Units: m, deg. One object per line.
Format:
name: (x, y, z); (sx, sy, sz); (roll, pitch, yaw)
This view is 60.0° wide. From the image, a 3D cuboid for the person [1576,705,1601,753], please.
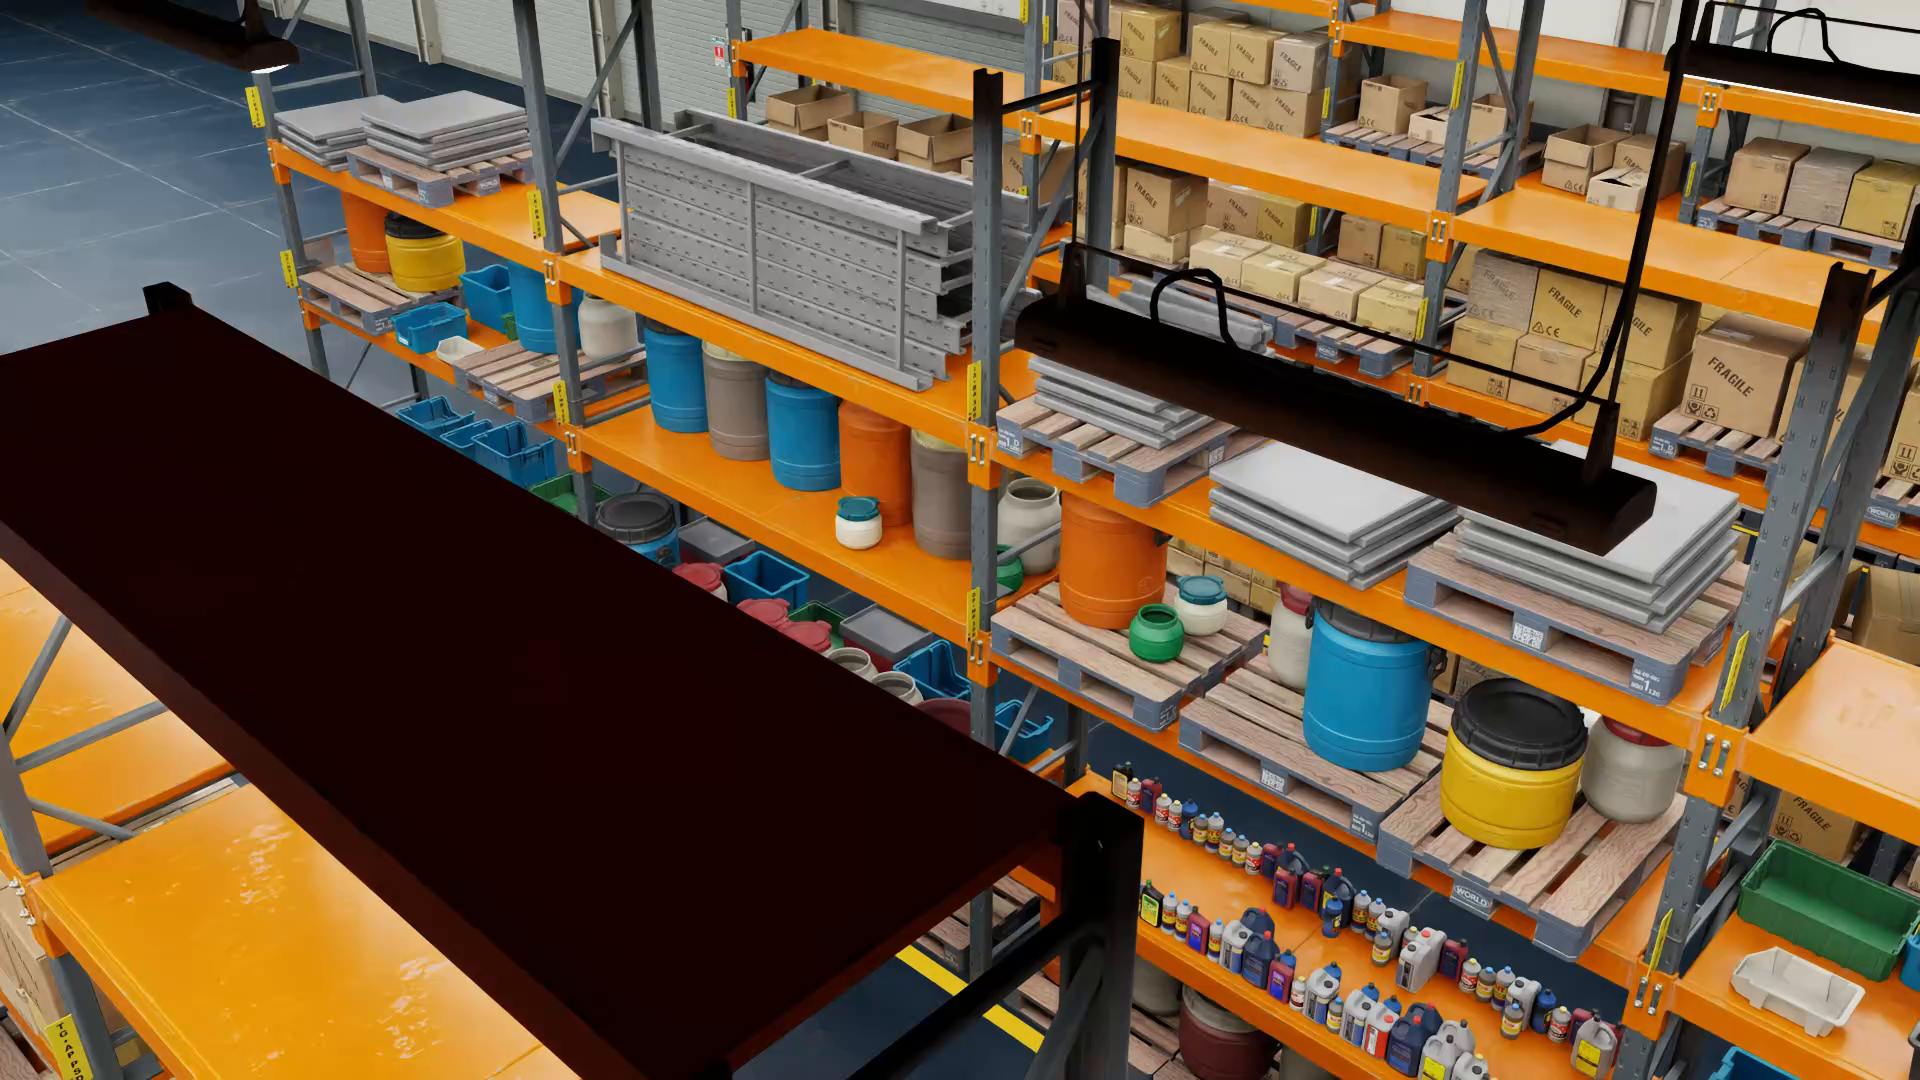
person: (4.141, 1.886, 11.125); (0.979, 1.725, 0.581); (22, 36, 34)
